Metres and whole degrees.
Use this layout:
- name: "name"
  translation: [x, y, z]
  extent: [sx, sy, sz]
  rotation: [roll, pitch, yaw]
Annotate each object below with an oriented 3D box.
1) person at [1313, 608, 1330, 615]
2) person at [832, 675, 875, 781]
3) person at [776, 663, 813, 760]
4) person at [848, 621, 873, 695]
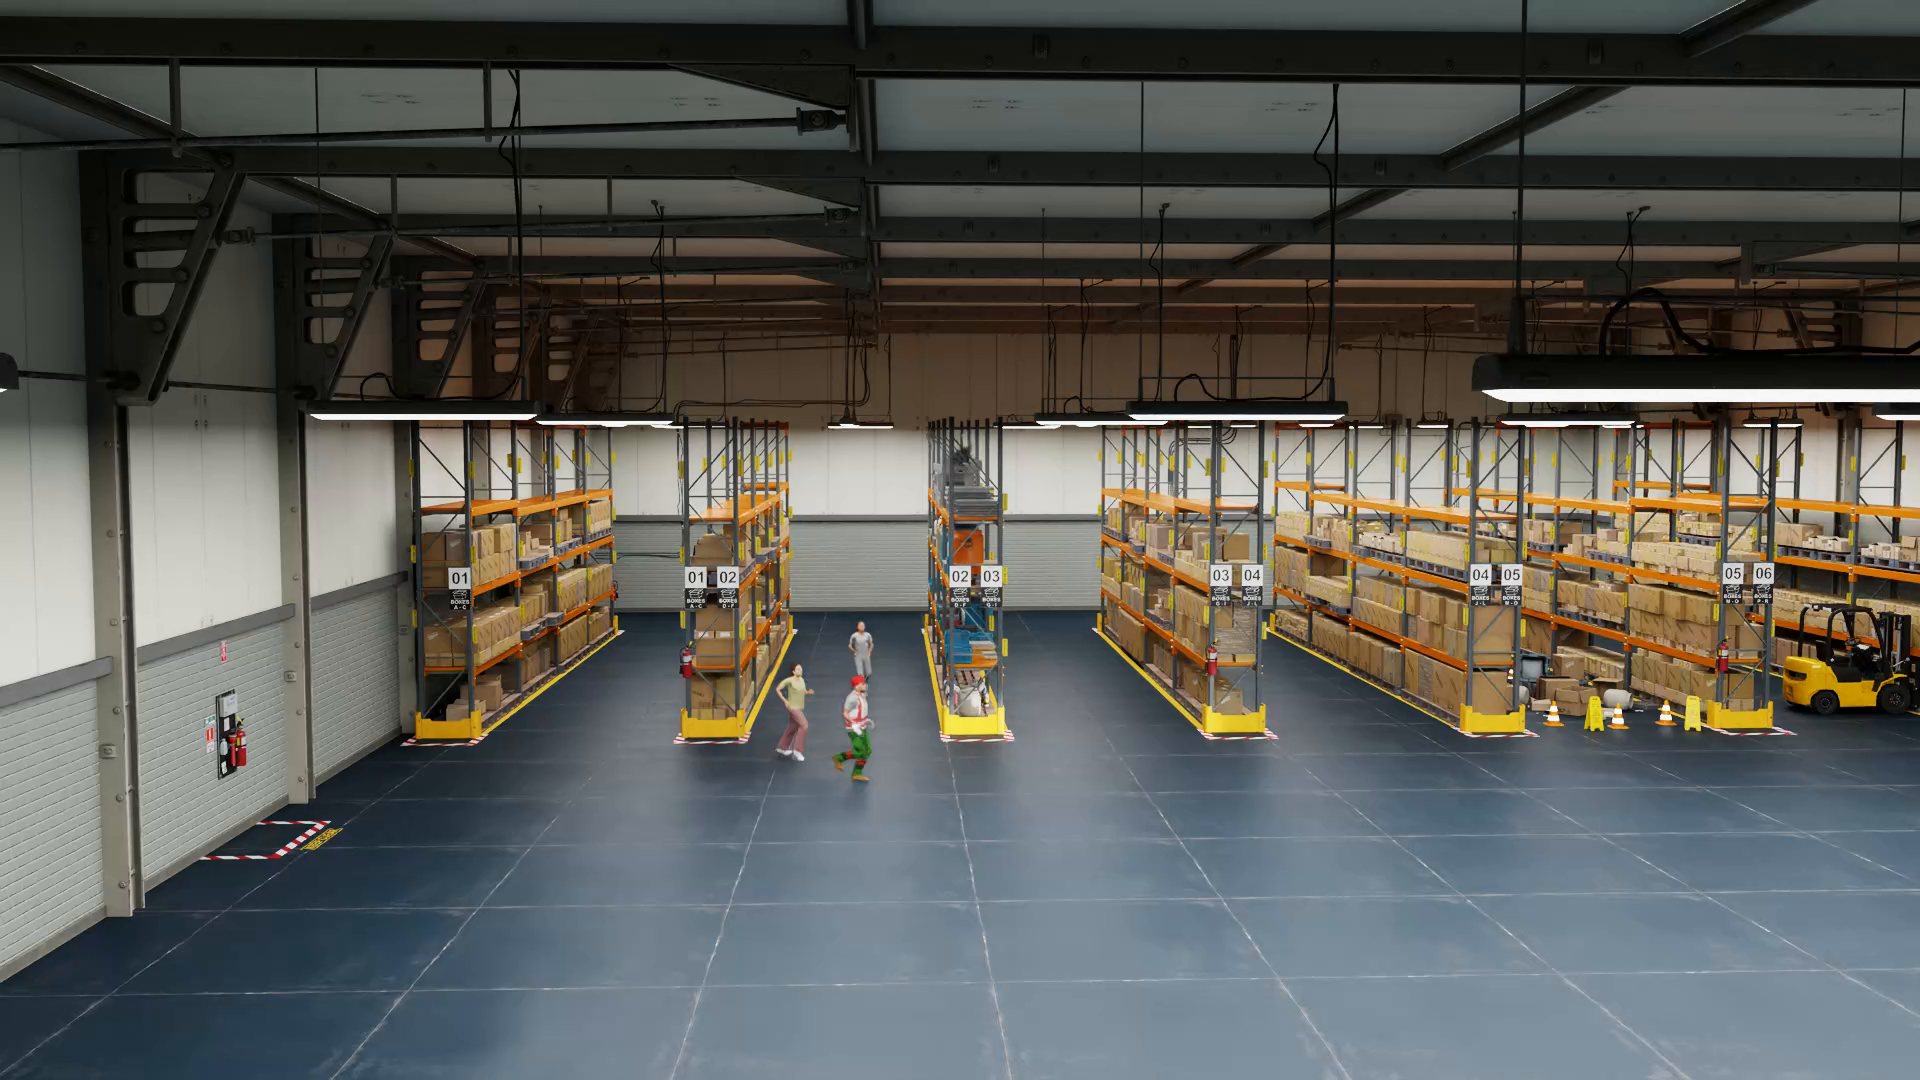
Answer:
- name: "person"
  translation: [10.632, 1.650, 49.002]
  extent: [0.924, 1.783, 0.699]
  rotation: [0, 4, 3]
- name: "person"
  translation: [-1.762, 3.082, 27.304]
  extent: [0.630, 1.736, 0.646]
  rotation: [1, 4, 19]
- name: "person"
  translation: [-2.891, 3.001, 29.152]
  extent: [0.717, 1.725, 0.546]
  rotation: [2, 4, 26]
- name: "person"
  translation: [-2.136, 2.555, 36.071]
  extent: [0.561, 1.621, 0.584]
  rotation: [-1, 4, -15]
